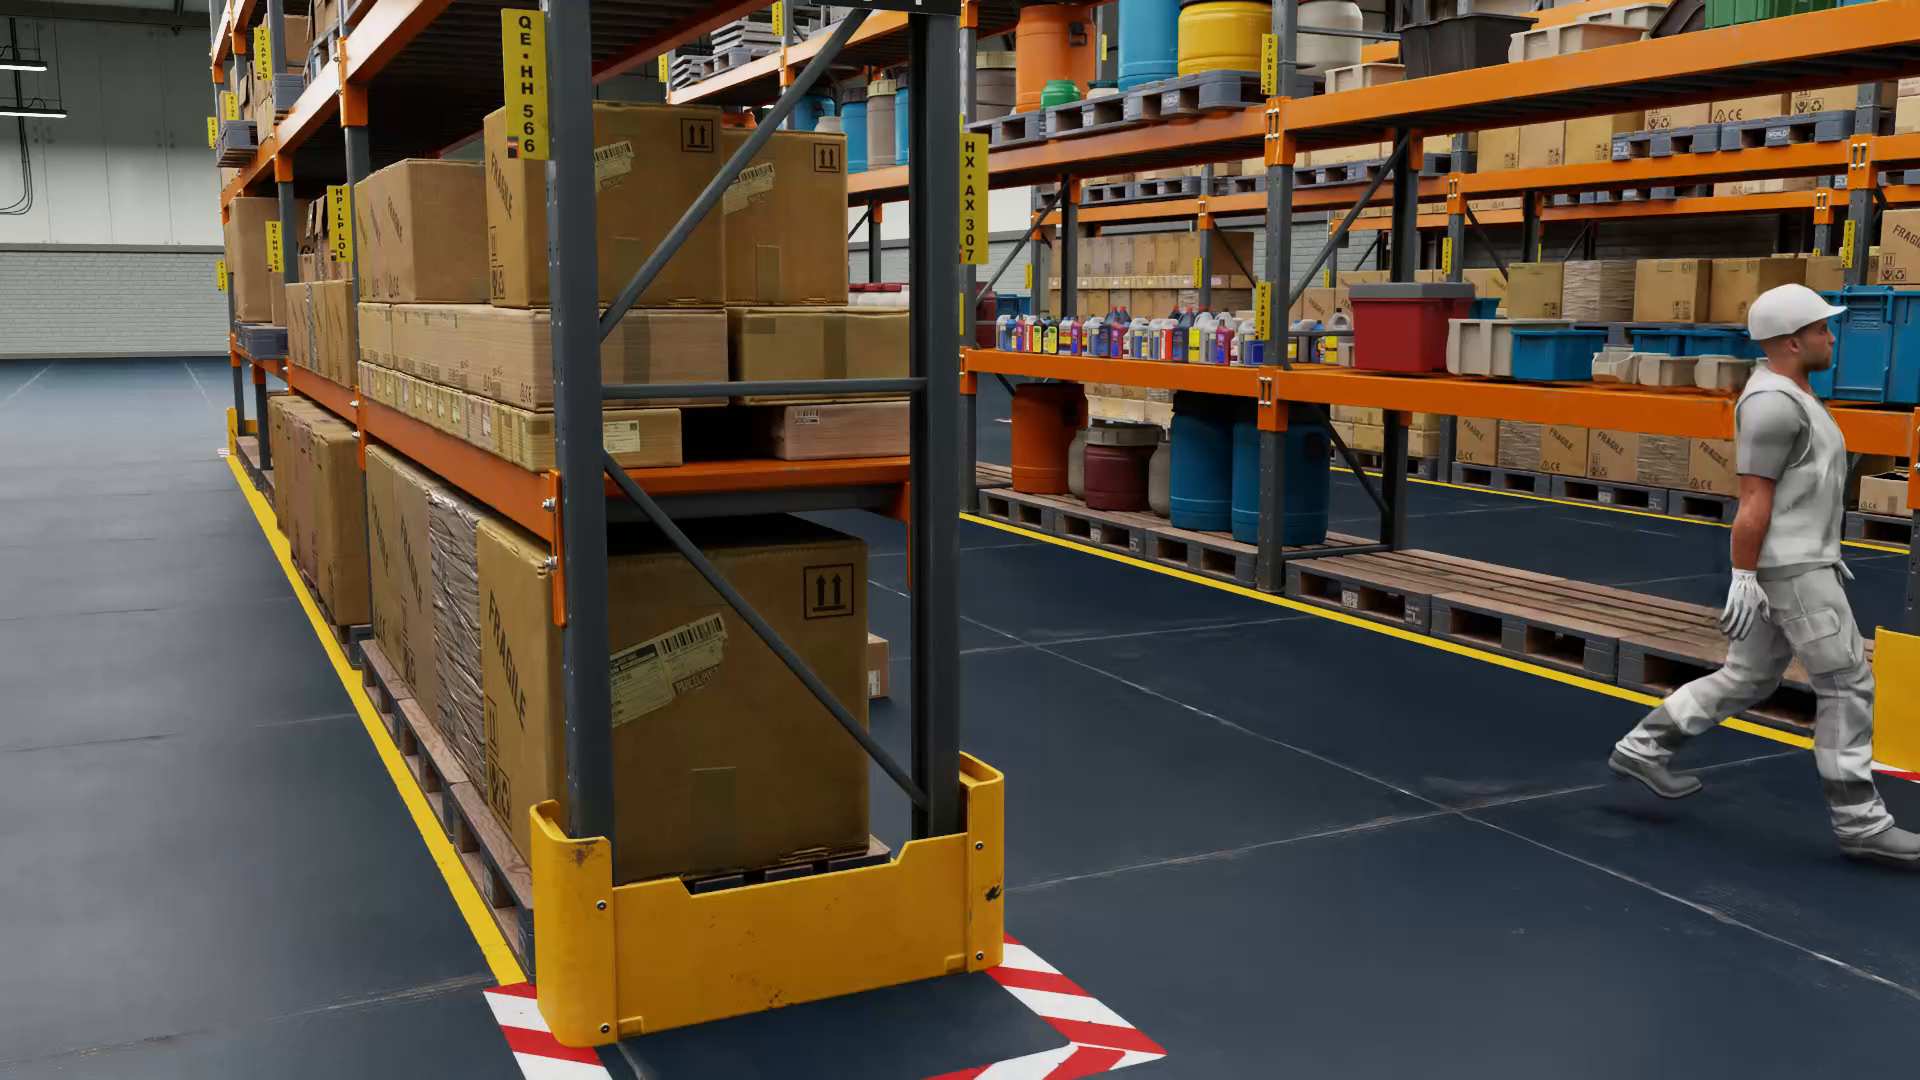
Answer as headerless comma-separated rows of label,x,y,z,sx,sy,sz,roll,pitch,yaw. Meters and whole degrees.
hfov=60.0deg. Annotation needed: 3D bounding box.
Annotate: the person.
person,2.595,0.083,5.225,0.998,1.754,0.597,5,10,28
